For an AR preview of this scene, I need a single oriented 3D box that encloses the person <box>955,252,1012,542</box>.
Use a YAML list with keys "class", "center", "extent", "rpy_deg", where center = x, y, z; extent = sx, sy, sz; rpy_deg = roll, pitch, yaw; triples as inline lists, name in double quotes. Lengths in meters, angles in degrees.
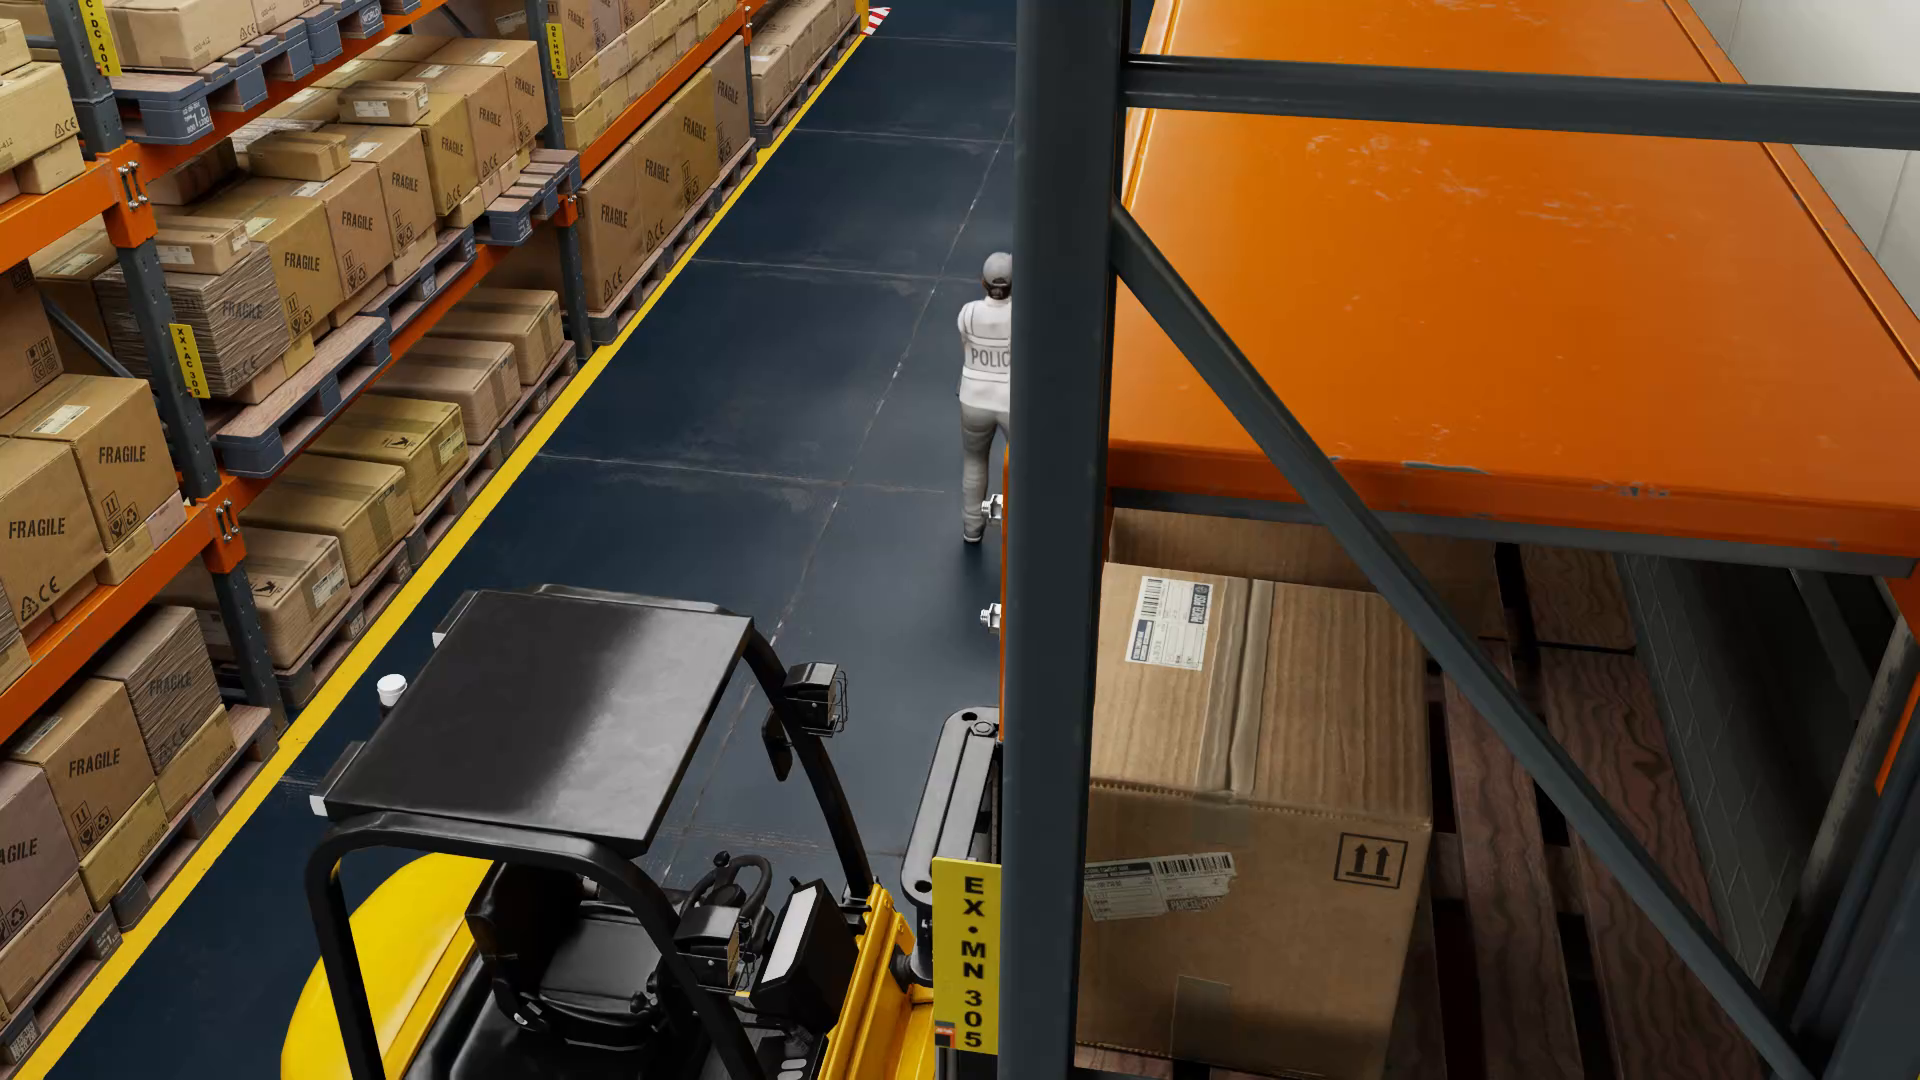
- class: "person"
  center: [0.216, -0.755, 8.829]
  extent: [0.452, 1.661, 0.552]
  rpy_deg: [5, 33, 8]
